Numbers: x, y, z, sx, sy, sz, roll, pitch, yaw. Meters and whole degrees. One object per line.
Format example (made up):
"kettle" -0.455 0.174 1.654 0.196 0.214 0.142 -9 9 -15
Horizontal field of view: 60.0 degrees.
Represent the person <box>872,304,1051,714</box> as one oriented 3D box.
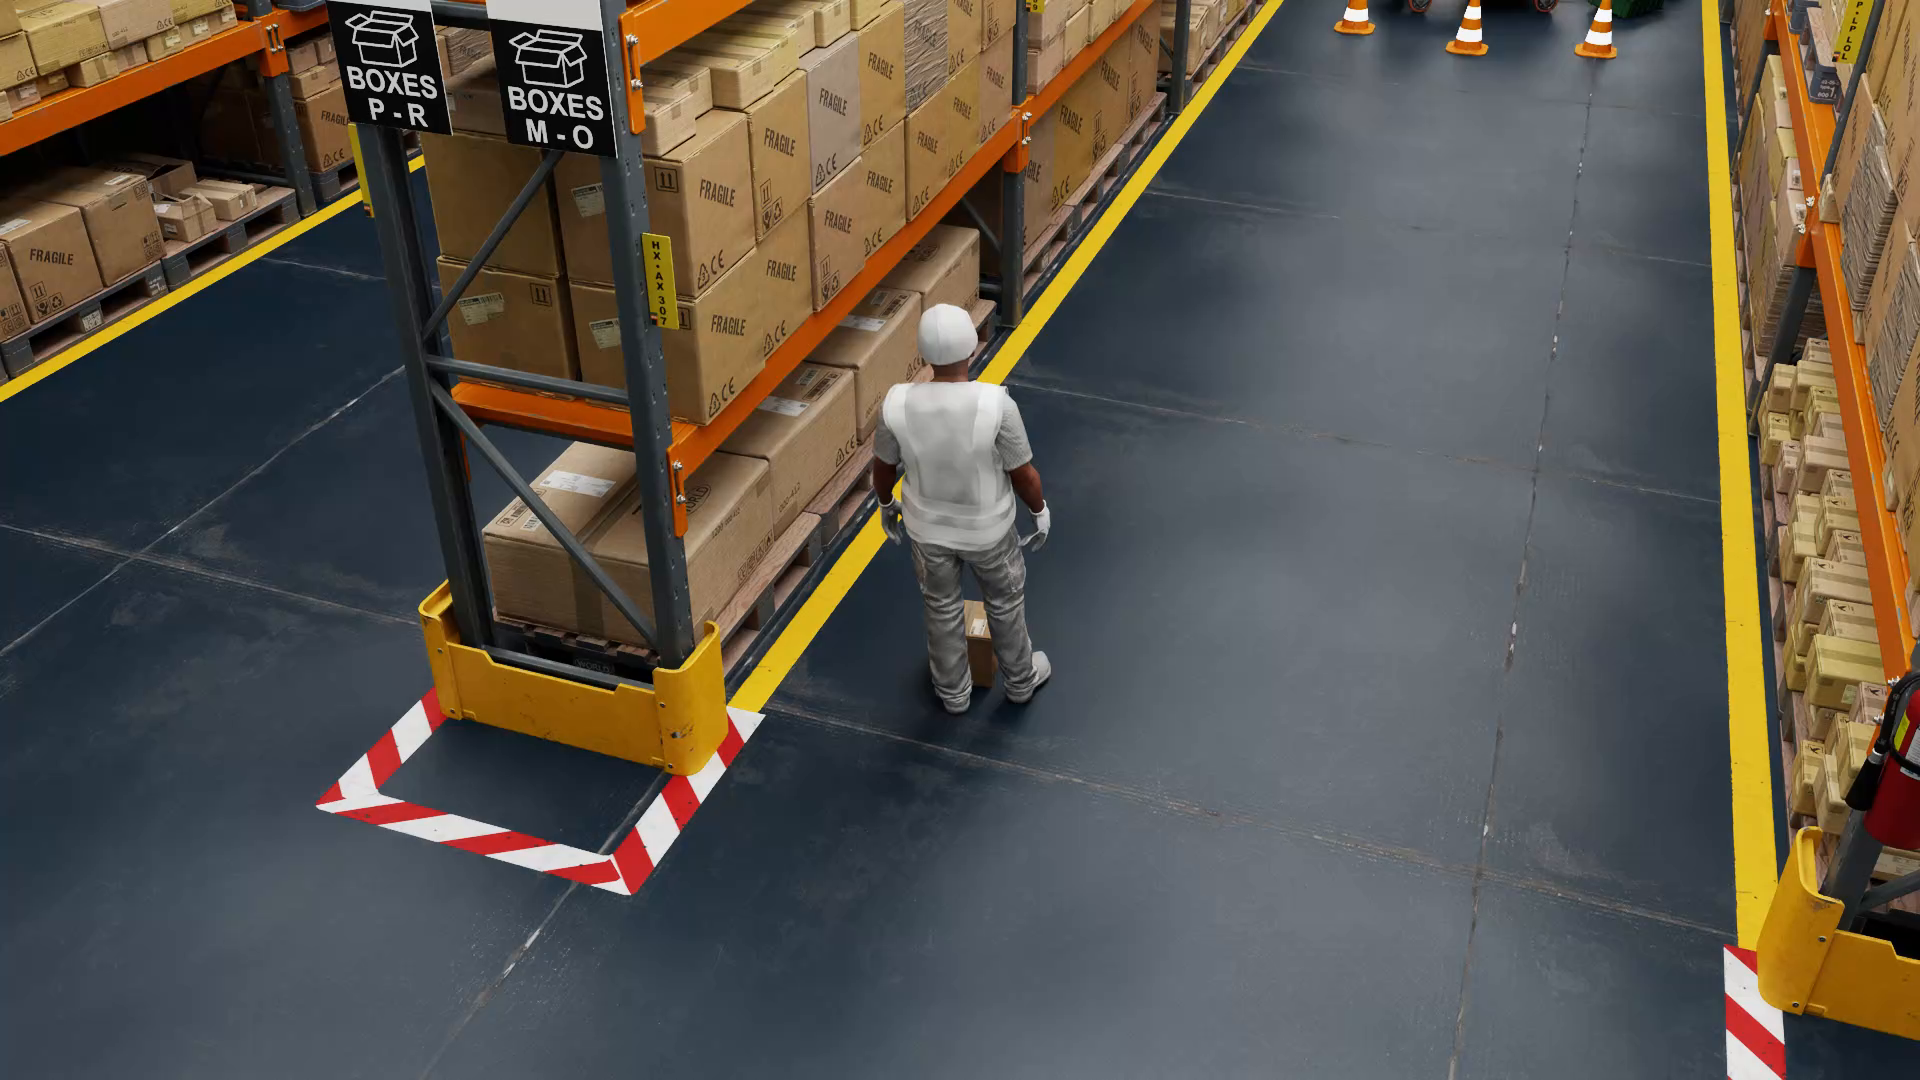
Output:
"person" 0.022 -0.117 6.285 0.657 1.784 0.576 7 34 11
